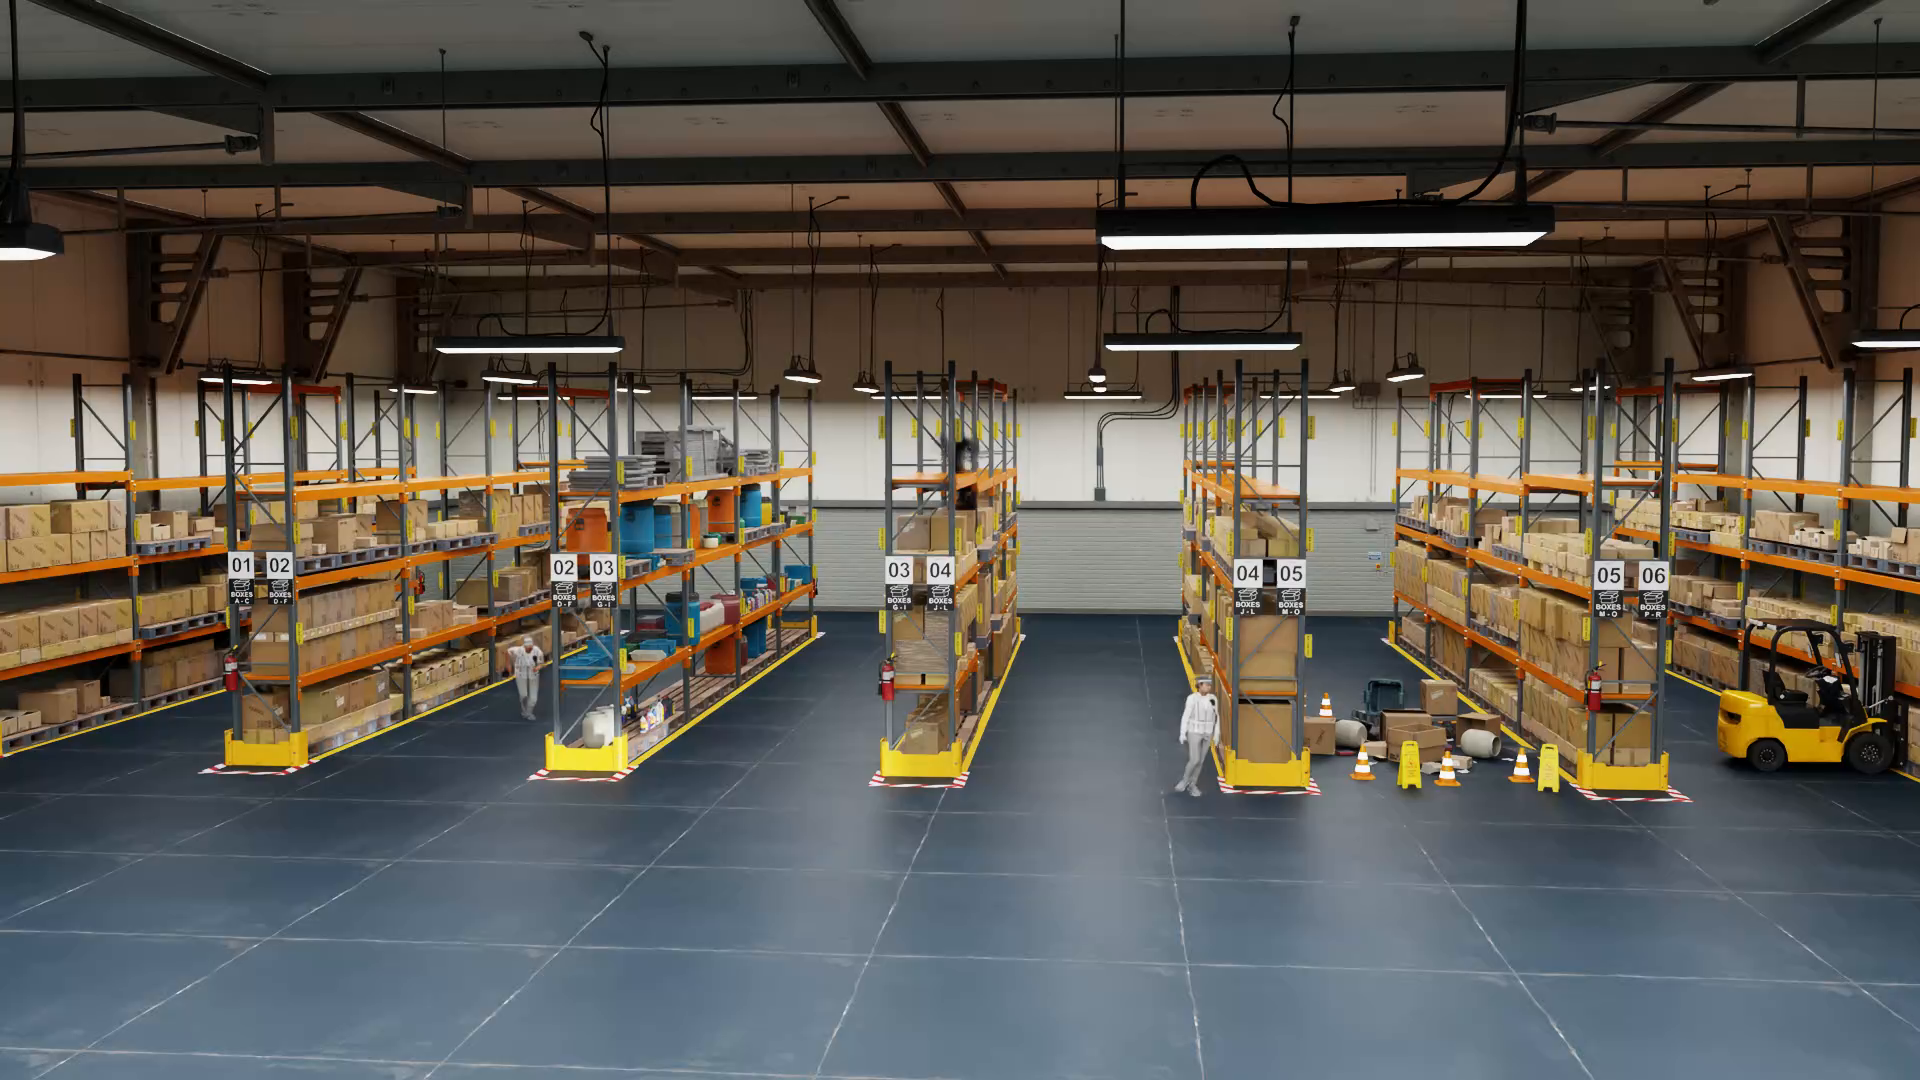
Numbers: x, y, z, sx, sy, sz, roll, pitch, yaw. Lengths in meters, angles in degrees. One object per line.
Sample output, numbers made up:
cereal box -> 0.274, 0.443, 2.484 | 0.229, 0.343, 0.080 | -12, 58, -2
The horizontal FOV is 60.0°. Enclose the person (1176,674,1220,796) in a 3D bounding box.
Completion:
person -> 3.260, 2.669, 22.753 | 0.595, 1.692, 0.437 | -1, 4, -20

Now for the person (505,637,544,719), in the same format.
person -> -7.469, 2.375, 28.540 | 0.645, 1.500, 0.861 | -1, 4, -18

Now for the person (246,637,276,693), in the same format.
person -> -12.133, 2.258, 28.982 | 0.703, 1.703, 0.764 | 0, 4, -7

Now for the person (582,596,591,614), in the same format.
person -> -9.248, 1.352, 42.041 | 0.825, 1.814, 0.663 | 2, 4, 26
